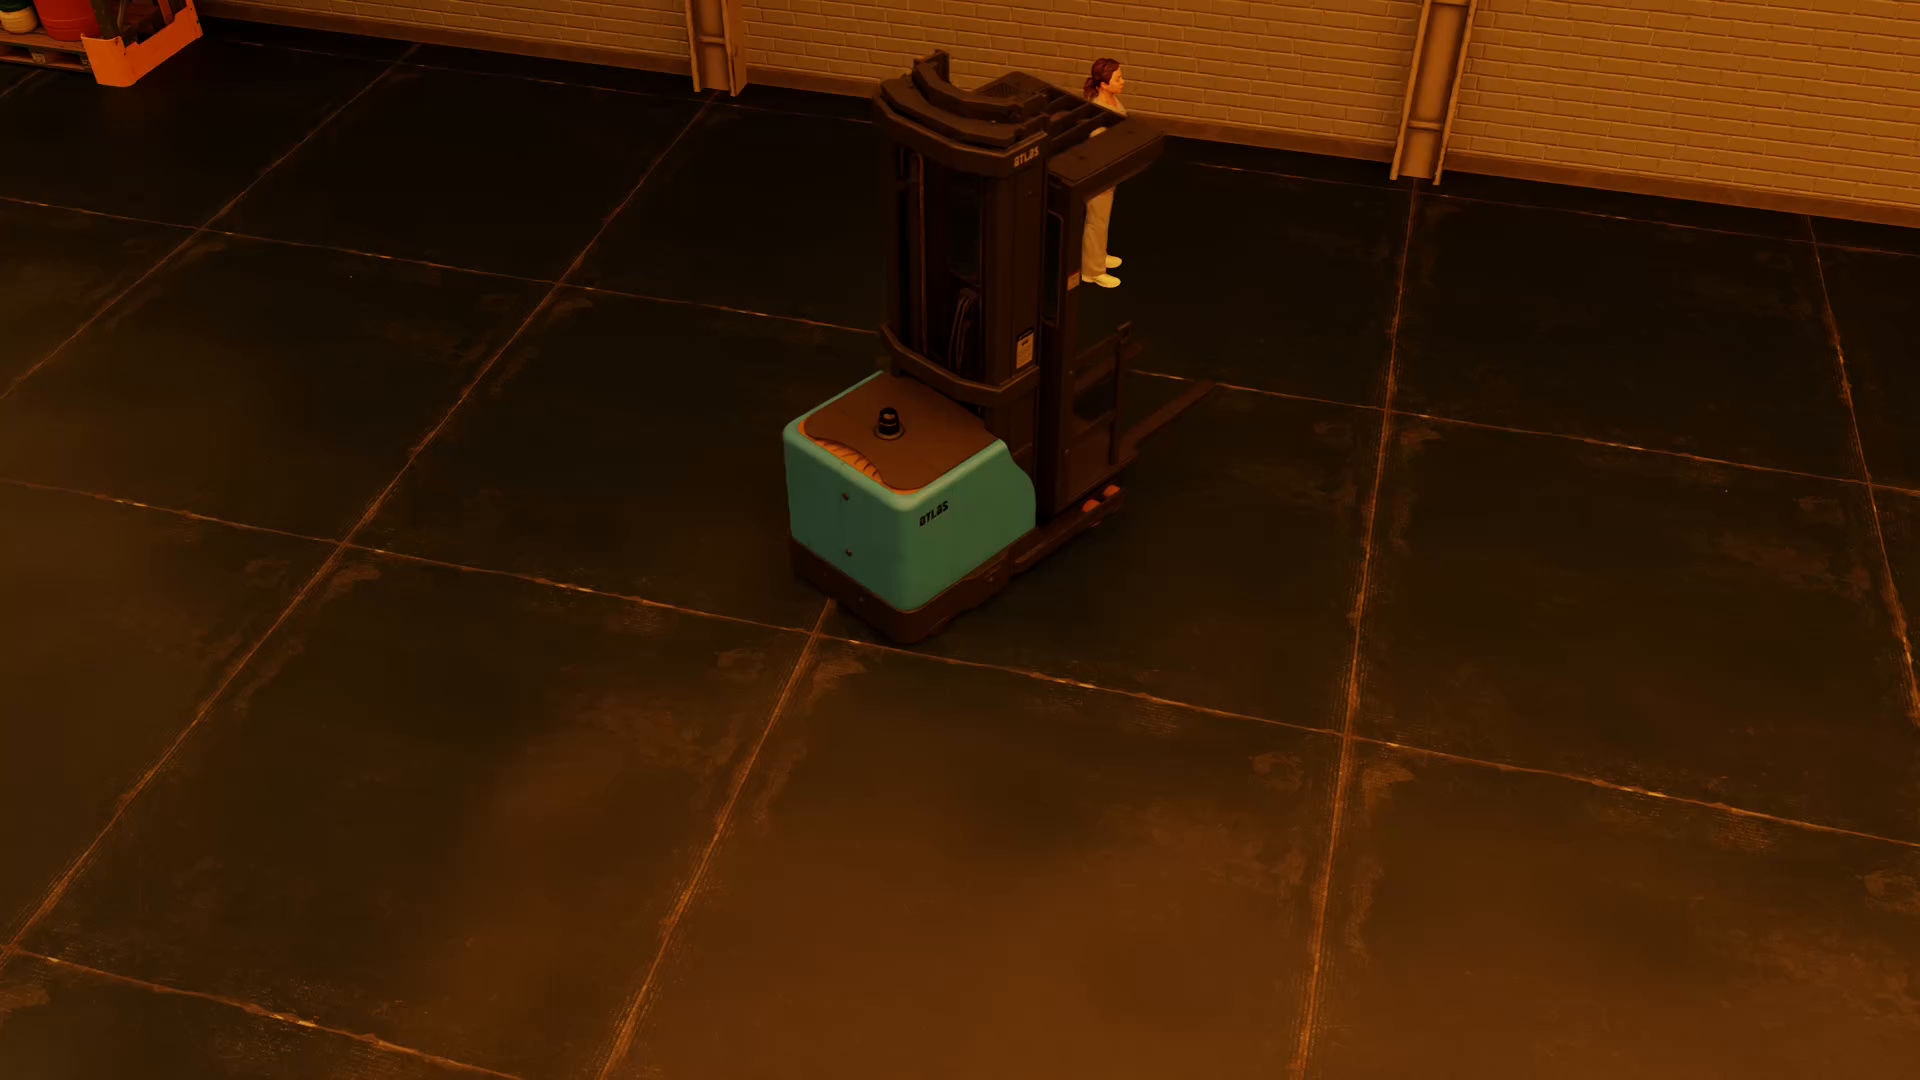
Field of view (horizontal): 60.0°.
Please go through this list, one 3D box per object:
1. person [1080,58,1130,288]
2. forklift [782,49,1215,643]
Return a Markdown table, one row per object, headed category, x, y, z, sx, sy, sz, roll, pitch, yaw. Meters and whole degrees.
| category | x | y | z | sx | sy | sz | roll | pitch | yaw |
| --- | --- | --- | --- | --- | --- | --- | --- | --- | --- |
| person | 1.022 | -2.618 | 11.817 | 0.372 | 1.654 | 0.431 | 6 | 42 | 7 |
| forklift | 0.385 | -1.397 | 9.455 | 1.130 | 2.935 | 3.031 | 32 | 51 | 31 |
